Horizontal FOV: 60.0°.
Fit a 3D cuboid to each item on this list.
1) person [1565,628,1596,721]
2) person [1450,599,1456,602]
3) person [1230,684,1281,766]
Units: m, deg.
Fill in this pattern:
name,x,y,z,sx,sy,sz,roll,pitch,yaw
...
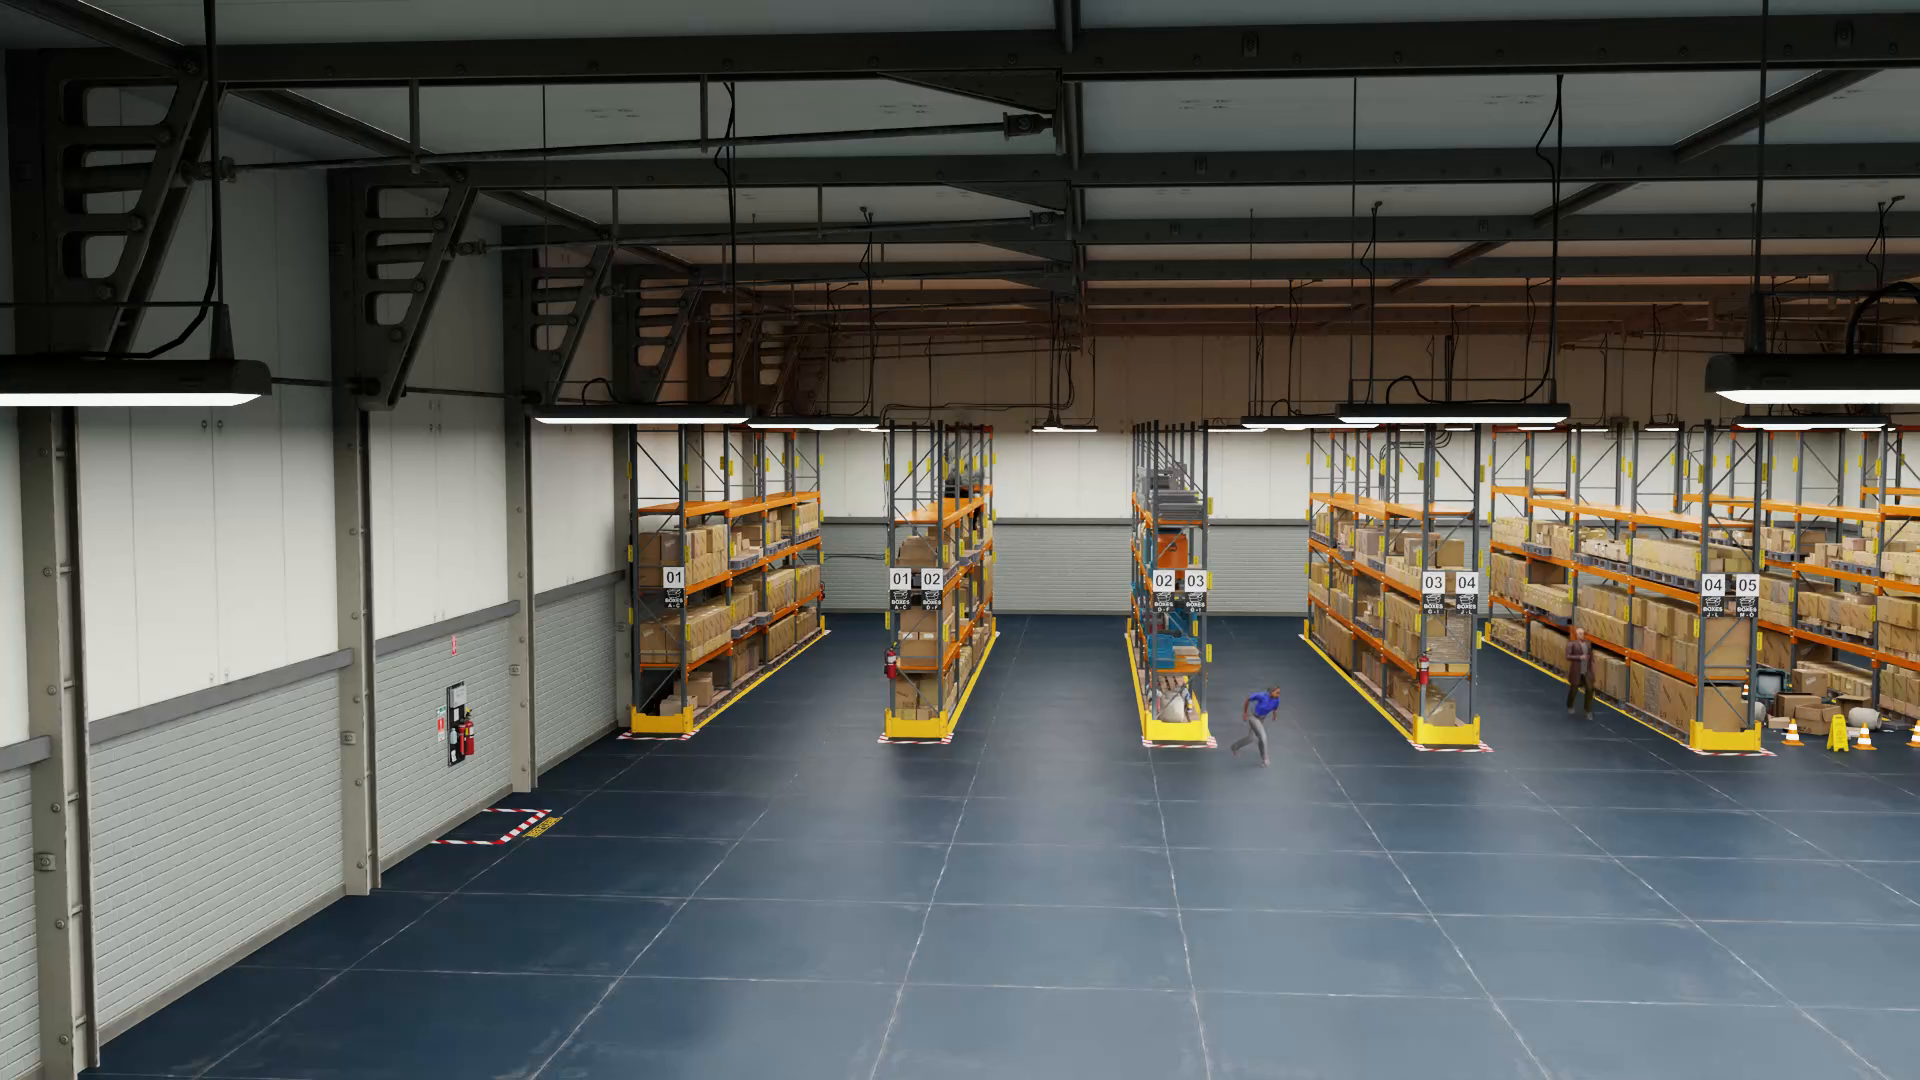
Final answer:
name,x,y,z,sx,sy,sz,roll,pitch,yaw
person,12.536,2.702,33.628,0.677,1.846,0.865,0,4,-2
person,12.729,2.190,42.955,0.539,1.582,0.893,0,4,-2
person,5.167,3.188,29.060,0.572,1.459,1.088,-2,4,-34
